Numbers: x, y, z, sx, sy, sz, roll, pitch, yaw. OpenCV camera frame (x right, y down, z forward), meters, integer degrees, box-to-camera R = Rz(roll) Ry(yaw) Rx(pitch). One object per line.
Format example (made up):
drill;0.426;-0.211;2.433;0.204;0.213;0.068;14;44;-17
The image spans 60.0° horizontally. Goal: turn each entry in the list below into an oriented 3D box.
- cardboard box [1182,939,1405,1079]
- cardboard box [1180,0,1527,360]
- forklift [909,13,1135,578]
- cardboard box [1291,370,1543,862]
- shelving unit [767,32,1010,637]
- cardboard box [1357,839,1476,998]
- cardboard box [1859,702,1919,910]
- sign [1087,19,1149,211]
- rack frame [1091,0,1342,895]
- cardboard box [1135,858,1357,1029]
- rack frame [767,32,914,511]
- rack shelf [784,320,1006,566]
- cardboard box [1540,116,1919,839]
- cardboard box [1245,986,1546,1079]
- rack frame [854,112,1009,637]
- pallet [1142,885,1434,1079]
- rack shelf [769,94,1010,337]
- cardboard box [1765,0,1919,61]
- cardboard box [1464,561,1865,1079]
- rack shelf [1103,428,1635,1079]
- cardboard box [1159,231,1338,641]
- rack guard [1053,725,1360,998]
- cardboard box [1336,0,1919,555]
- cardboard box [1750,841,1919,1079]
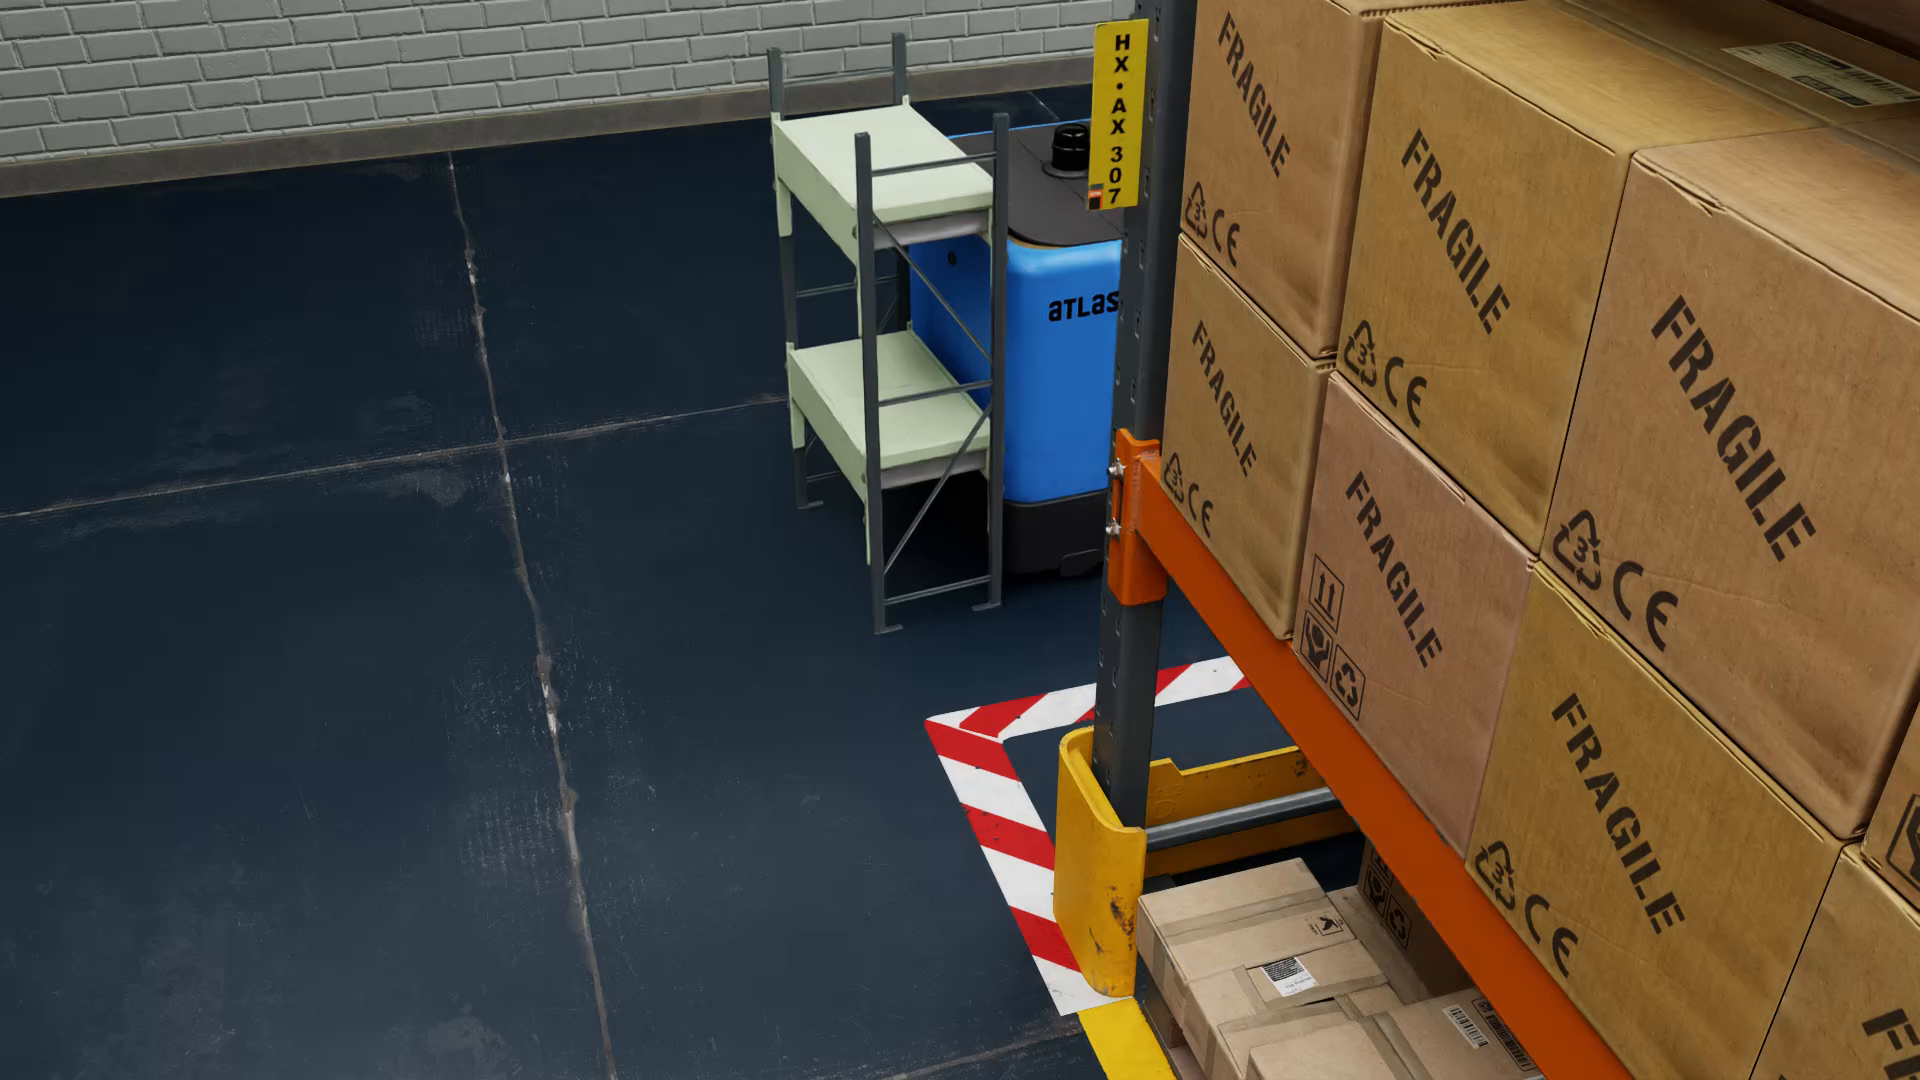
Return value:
cardboard box;0.665;0.957;3.251;0.380;0.166;0.250;-10;35;-15
cardboard box;0.672;-0.632;2.487;0.500;0.500;0.500;-9;35;-13
forklift;1.375;-1.601;5.014;3.031;2.935;1.130;-11;35;-16
cardboard box;0.835;0.056;2.354;0.500;0.500;0.500;-10;35;-15
shelving unit;-0.205;-0.579;4.766;0.431;1.500;0.755;-13;36;-18
cardboard box;1.188;0.653;3.409;0.500;0.500;0.500;-10;35;-15
cardboard box;1.143;0.172;1.272;0.500;0.500;0.500;-10;35;-15
sign;0.271;-0.720;2.833;0.100;0.325;0.005;-10;35;-15
rack frame;0.788;-0.450;3.210;1.000;3.000;0.127;-10;35;-15
cardboard box;0.588;0.834;3.455;0.380;0.149;0.250;-10;35;-15
rack frame;-0.343;-0.766;5.049;0.400;1.500;0.023;-13;36;-18
rack shelf;-0.205;-0.307;4.946;0.431;0.370;0.720;-13;36;-18
cardboard box;0.987;-0.095;1.675;0.500;0.500;0.500;-10;35;-14
cardboard box;0.836;1.109;2.945;0.500;0.250;0.500;-10;35;-15
rack frame;-0.066;-0.393;4.484;0.400;1.500;0.023;-13;36;-18
pallet;1.055;1.172;3.285;1.003;0.211;1.213;-10;35;-15
rack shelf;-0.205;-0.905;4.551;0.431;0.370;0.720;-13;36;-18
cardboard box;1.340;-0.456;2.222;0.500;0.500;0.500;-9;35;-13
cardboard box;0.985;0.320;1.955;0.500;0.500;0.500;-10;35;-15
rack shelf;1.398;0.900;1.819;1.077;0.370;4.000;-10;35;-15
cardboard box;0.672;-0.214;2.763;0.500;0.500;0.500;-9;35;-14
rack guard;0.811;0.633;3.839;1.175;0.500;0.348;-10;35;-15
cardboard box;0.839;-0.358;2.074;0.500;0.500;0.500;-10;35;-14
cardboard box;1.136;0.582;1.557;0.500;0.500;0.500;-10;35;-14
